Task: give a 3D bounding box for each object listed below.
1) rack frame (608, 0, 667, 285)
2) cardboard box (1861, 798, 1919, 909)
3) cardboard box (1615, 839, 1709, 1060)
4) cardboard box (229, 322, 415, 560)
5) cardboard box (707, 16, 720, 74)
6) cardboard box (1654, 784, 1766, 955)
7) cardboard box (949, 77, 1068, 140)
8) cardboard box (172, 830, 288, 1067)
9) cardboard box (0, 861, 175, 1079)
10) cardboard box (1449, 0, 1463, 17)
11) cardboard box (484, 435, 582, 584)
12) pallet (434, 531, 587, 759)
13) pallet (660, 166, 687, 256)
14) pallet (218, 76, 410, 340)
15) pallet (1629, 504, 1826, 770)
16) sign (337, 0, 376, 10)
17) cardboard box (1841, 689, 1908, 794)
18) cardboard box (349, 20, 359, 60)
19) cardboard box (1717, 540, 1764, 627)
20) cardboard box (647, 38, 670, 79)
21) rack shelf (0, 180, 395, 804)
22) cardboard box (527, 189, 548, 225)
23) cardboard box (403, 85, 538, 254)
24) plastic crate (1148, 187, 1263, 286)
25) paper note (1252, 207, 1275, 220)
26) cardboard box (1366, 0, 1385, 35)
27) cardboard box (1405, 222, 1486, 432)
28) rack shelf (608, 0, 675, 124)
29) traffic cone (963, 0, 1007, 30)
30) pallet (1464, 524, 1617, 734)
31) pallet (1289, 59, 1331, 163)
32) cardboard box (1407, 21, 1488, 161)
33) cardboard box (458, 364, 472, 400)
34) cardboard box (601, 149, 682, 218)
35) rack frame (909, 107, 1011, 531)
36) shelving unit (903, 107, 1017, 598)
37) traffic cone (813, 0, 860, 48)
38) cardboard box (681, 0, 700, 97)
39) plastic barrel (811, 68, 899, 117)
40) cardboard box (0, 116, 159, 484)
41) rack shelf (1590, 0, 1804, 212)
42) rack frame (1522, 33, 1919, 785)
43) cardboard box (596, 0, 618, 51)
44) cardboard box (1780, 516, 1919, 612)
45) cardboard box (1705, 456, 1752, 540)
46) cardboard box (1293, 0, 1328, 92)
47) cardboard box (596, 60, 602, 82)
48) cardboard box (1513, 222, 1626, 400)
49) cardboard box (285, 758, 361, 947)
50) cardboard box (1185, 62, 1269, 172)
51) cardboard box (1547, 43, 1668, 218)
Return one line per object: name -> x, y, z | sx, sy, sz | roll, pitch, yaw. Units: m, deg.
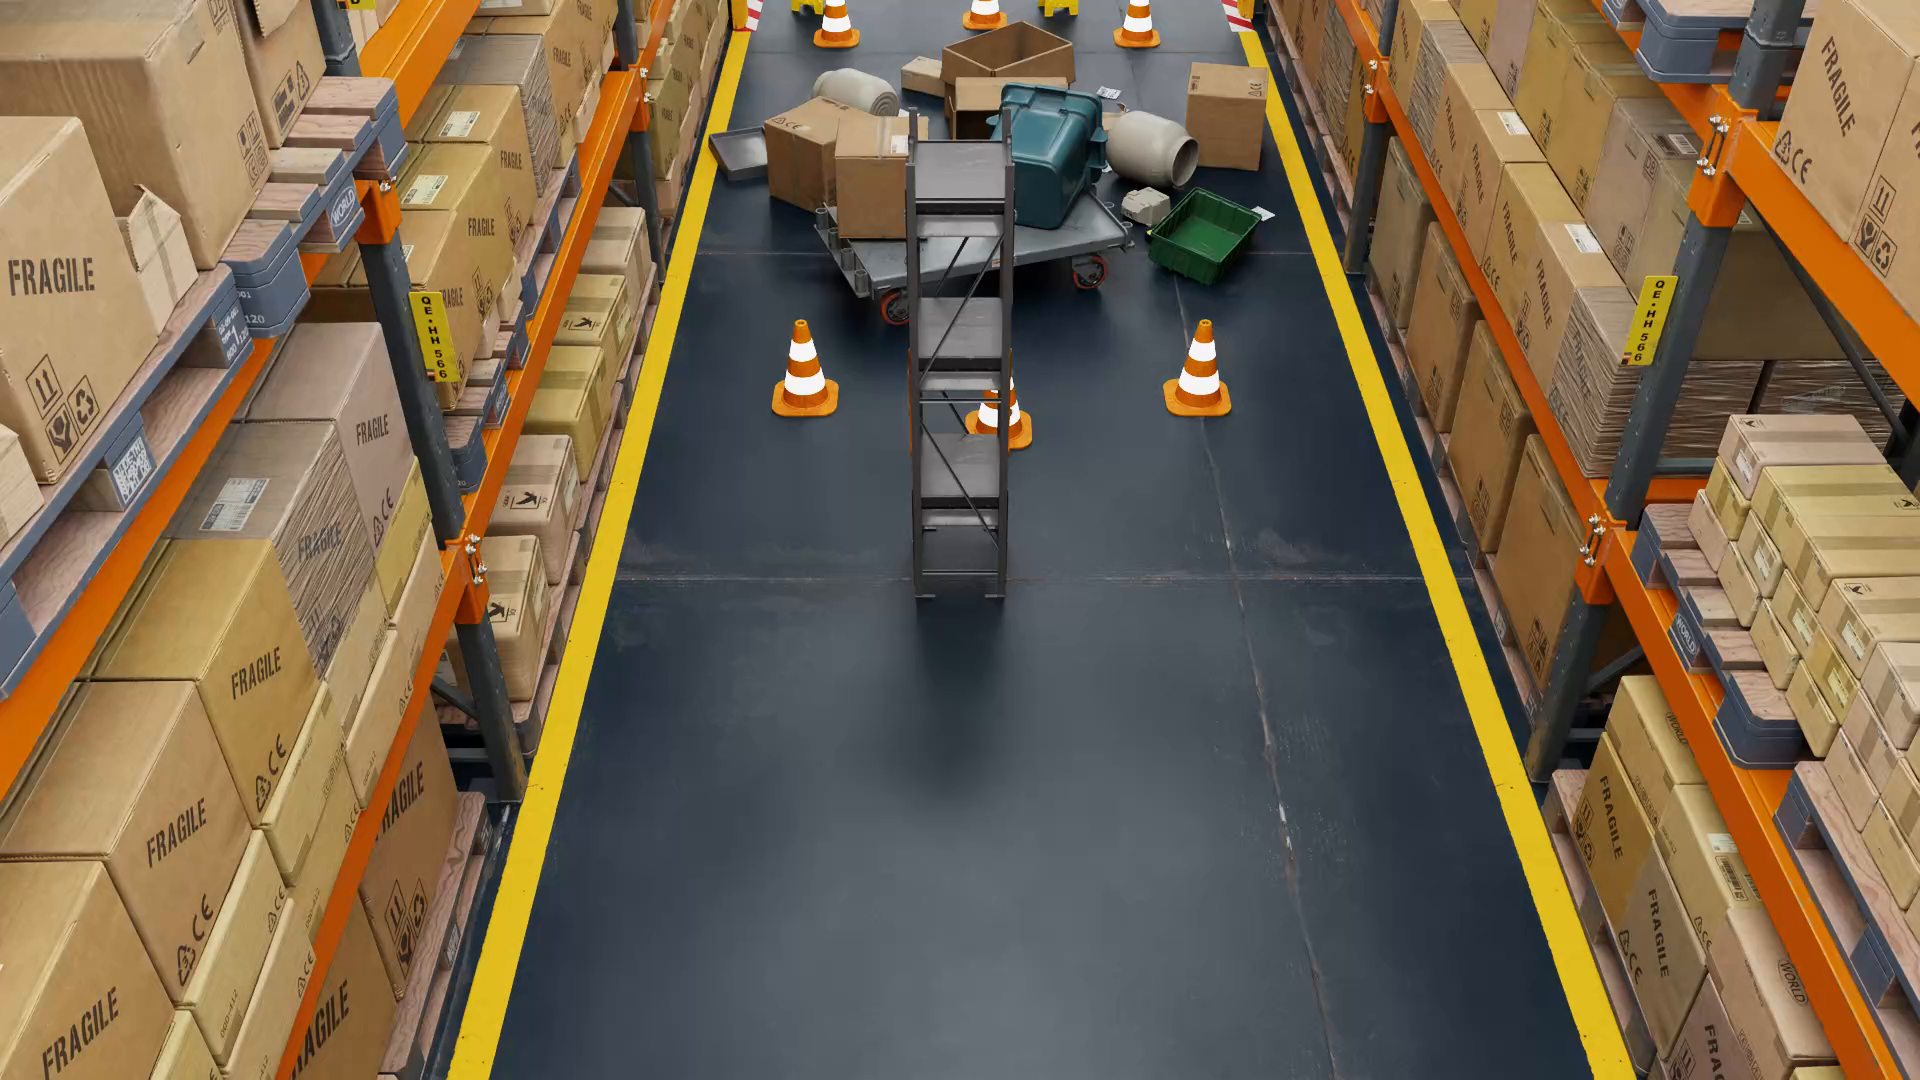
rack frame -> -2.207, -2.681, 8.697 | 1.000, 3.000, 0.127 | 0, 39, 0
cardboard box -> 2.550, 0.796, 4.223 | 0.380, 0.149, 0.250 | 0, 39, 1
cardboard box -> 2.498, 1.322, 5.365 | 0.500, 0.500, 0.500 | 0, 39, 0
cardboard box -> -1.940, -0.286, 4.829 | 0.500, 0.500, 0.500 | -1, 39, -1
cardboard box -> -1.948, -3.444, 11.512 | 0.500, 0.250, 0.500 | 0, 39, 0
cardboard box -> 2.507, 1.021, 5.141 | 0.500, 0.250, 0.500 | 0, 39, -1
cardboard box -> 0.332, -2.580, 10.459 | 0.797, 0.637, 0.503 | 0, 39, 0
cardboard box -> -1.921, 0.952, 3.884 | 0.500, 0.250, 0.500 | -1, 39, -1
cardboard box -> -1.937, 0.985, 3.243 | 0.500, 0.500, 0.500 | -1, 39, -1
cardboard box -> 2.750, -2.867, 8.049 | 0.700, 0.500, 0.500 | -1, 39, -1
cardboard box -> -2.201, -0.133, 7.283 | 0.950, 0.372, 0.625 | -1, 39, -1
pallet -> -2.201, 0.419, 7.058 | 1.003, 0.211, 1.213 | 0, 39, 0
pallet -> -2.243, -2.013, 10.093 | 1.003, 0.211, 1.213 | 0, 39, 0
pallet -> -2.148, -0.874, 4.195 | 1.213, 0.211, 1.003 | 2, 39, 2
pallet -> 2.855, 0.274, 5.163 | 1.213, 0.211, 1.003 | 0, 39, 0
sign -> -1.647, -1.578, 4.446 | 0.100, 0.325, 0.005 | 0, 39, 0
cardboard box -> 2.554, 0.524, 4.325 | 0.380, 0.149, 0.250 | 0, 39, 0
cardboard box -> -2.032, -1.450, 4.962 | 0.380, 0.149, 0.250 | 0, 39, 0
cardboard box -> 2.547, 0.135, 5.048 | 0.380, 0.149, 0.250 | 2, 39, 2
cardboard box -> -1.877, -2.765, 9.547 | 0.380, 0.149, 0.250 | 0, 39, 1
rack shelf -> -2.200, 0.181, 3.302 | 1.077, 0.370, 4.000 | 0, 39, 0
cardboard box -> -1.970, -1.460, 7.038 | 0.380, 0.149, 0.250 | 1, 39, 1
cardboard box -> -1.986, -1.438, 6.493 | 0.500, 0.500, 0.500 | 1, 39, 1
plastic crate -> 1.433, -1.781, 9.776 | 0.450, 0.188, 0.662 | 27, 45, 16
paper note -> 1.837, -2.010, 10.233 | 0.147, 0.020, 0.142 | -28, 46, -30
cardboard box -> 2.731, -3.037, 9.022 | 0.875, 0.550, 0.550 | 0, 39, 0
cardboard box -> 2.831, -1.043, 8.116 | 1.050, 0.750, 0.750 | 0, 39, 0
rack shelf -> -2.209, -3.651, 10.483 | 1.077, 0.370, 4.000 | 0, 39, 0
traffic cone -> 0.189, -4.138, 12.544 | 0.336, 0.463, 0.334 | 0, 39, 0
pallet -> 2.822, 0.348, 7.147 | 1.003, 0.211, 1.213 | 0, 39, 0
pallet -> 2.816, -2.900, 11.201 | 1.003, 0.211, 1.213 | 0, 39, 0
cardboard box -> 2.476, -2.142, 7.945 | 0.500, 0.500, 0.500 | 0, 39, 0
cardboard box -> -1.983, -0.626, 5.998 | 0.380, 0.149, 0.250 | -2, 39, -3
cardboard box -> -1.937, -2.141, 9.887 | 0.500, 0.250, 0.500 | -2, 39, -2
rack frame -> 0.000, -0.868, 7.155 | 0.400, 2.100, 0.015 | 0, 39, 0
shelving unit -> 0.000, -0.716, 6.964 | 0.431, 2.100, 0.503 | 0, 39, 0
traffic cone -> -0.921, -3.925, 12.278 | 0.336, 0.463, 0.334 | 0, 39, 0
cardboard box -> -1.948, -3.093, 10.474 | 0.500, 0.500, 0.500 | 2, 39, 2
plastic barrel -> -0.695, -2.887, 11.014 | 0.512, 0.421, 0.421 | 28, 46, 30
cardboard box -> -1.910, -0.451, 3.100 | 0.500, 0.500, 0.500 | 0, 39, 0
rack shelf -> 2.746, -2.387, 6.507 | 1.077, 0.370, 4.000 | 0, 39, 0
rack frame -> 2.748, -0.247, 5.659 | 1.000, 3.000, 0.127 | 0, 39, 0
cardboard box -> -1.976, -2.712, 8.081 | 0.500, 0.500, 0.500 | -1, 39, -1
cardboard box -> 2.554, 0.066, 4.659 | 0.380, 0.149, 0.250 | 0, 39, 0
cardboard box -> 2.548, -0.126, 5.136 | 0.380, 0.149, 0.250 | 2, 39, 2
cardboard box -> 2.809, -3.610, 11.219 | 0.875, 0.875, 0.875 | -1, 39, -1
cardboard box -> -1.947, -2.261, 8.037 | 0.380, 0.149, 0.250 | -1, 39, -1
cardboard box -> 2.480, -0.879, 6.368 | 0.500, 0.500, 0.500 | 0, 39, 0
cardboard box -> -1.941, 0.829, 4.437 | 0.500, 0.250, 0.500 | 0, 39, -1
cardboard box -> 1.715, -2.744, 10.772 | 0.500, 0.500, 0.500 | 6, 39, 8
cardboard box -> 2.753, -1.594, 6.461 | 0.700, 0.500, 0.500 | -1, 39, -1
